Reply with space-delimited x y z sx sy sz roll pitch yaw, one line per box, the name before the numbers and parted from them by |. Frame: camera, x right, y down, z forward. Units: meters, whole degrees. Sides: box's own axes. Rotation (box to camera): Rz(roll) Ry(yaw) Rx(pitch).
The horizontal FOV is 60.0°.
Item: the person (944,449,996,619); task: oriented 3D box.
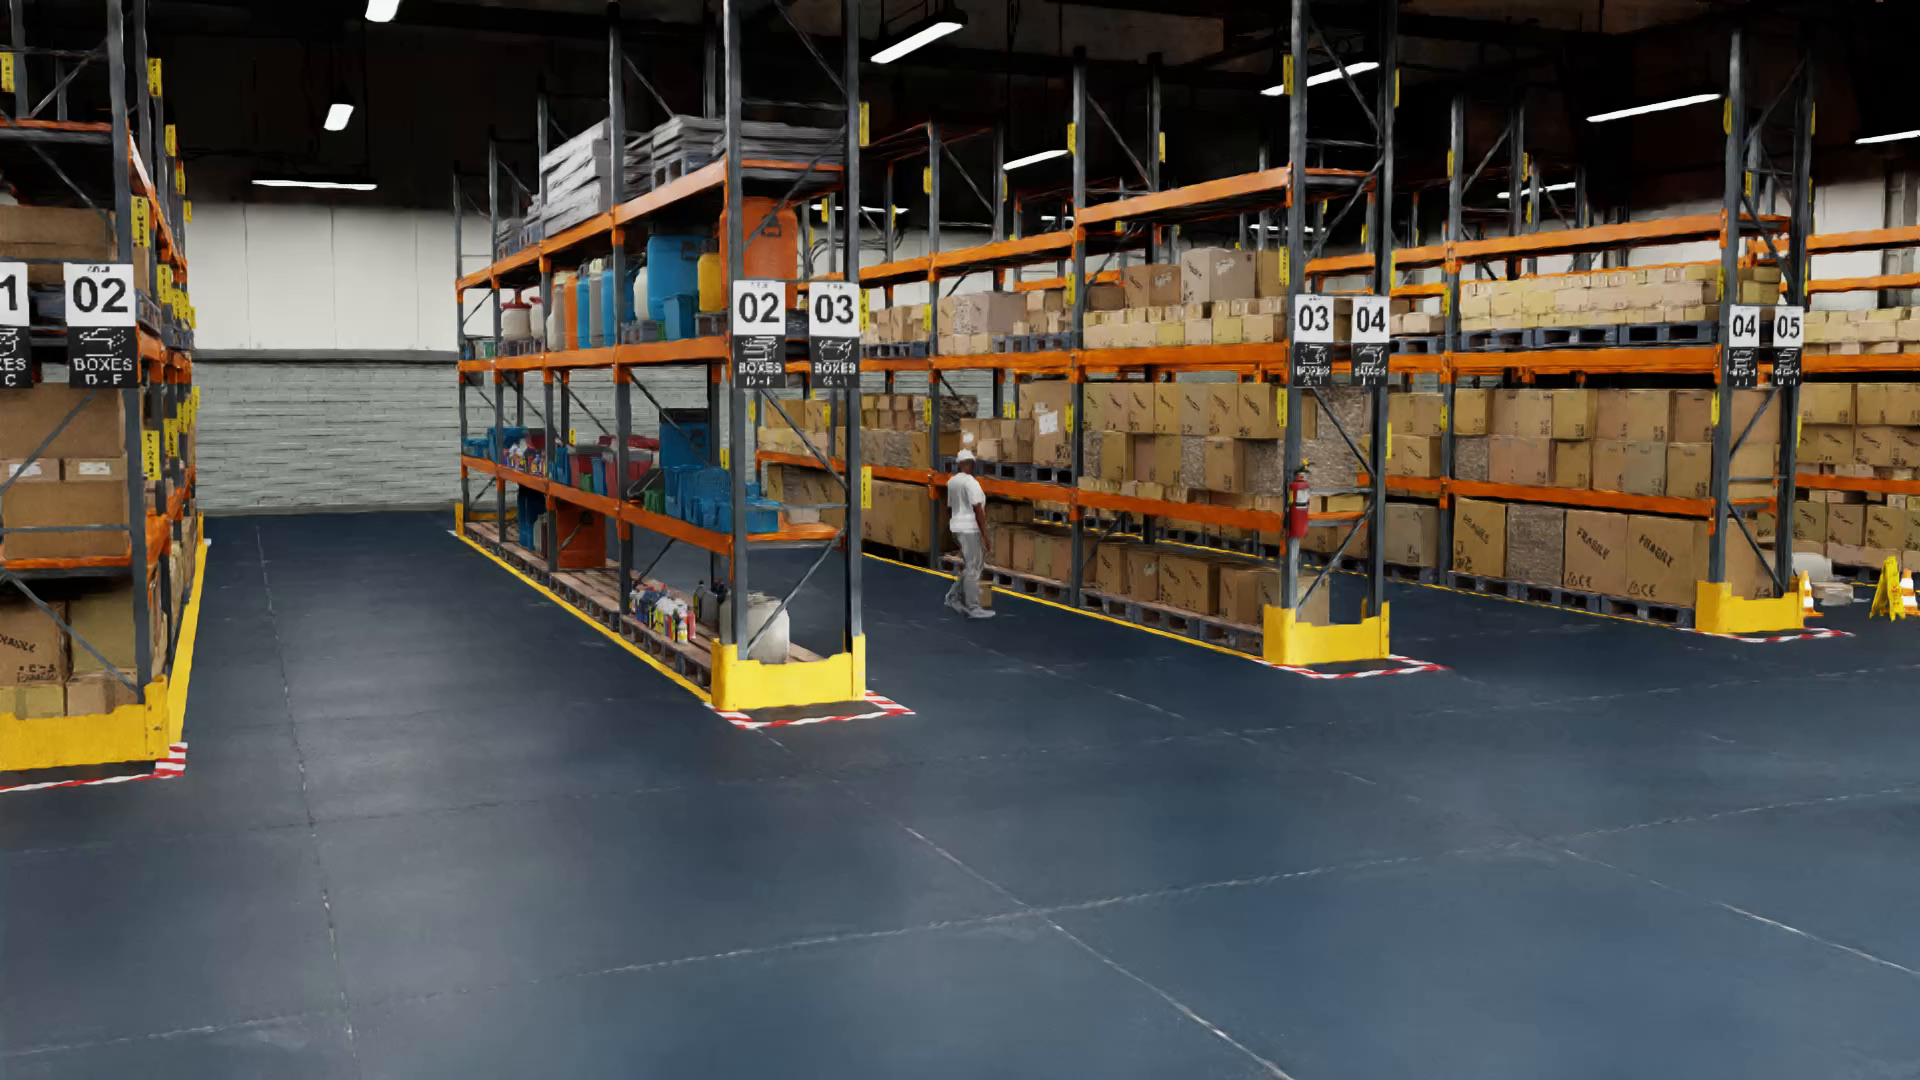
person | 0.101 -0.075 17.418 0.440 1.751 0.664 -2 6 -17
